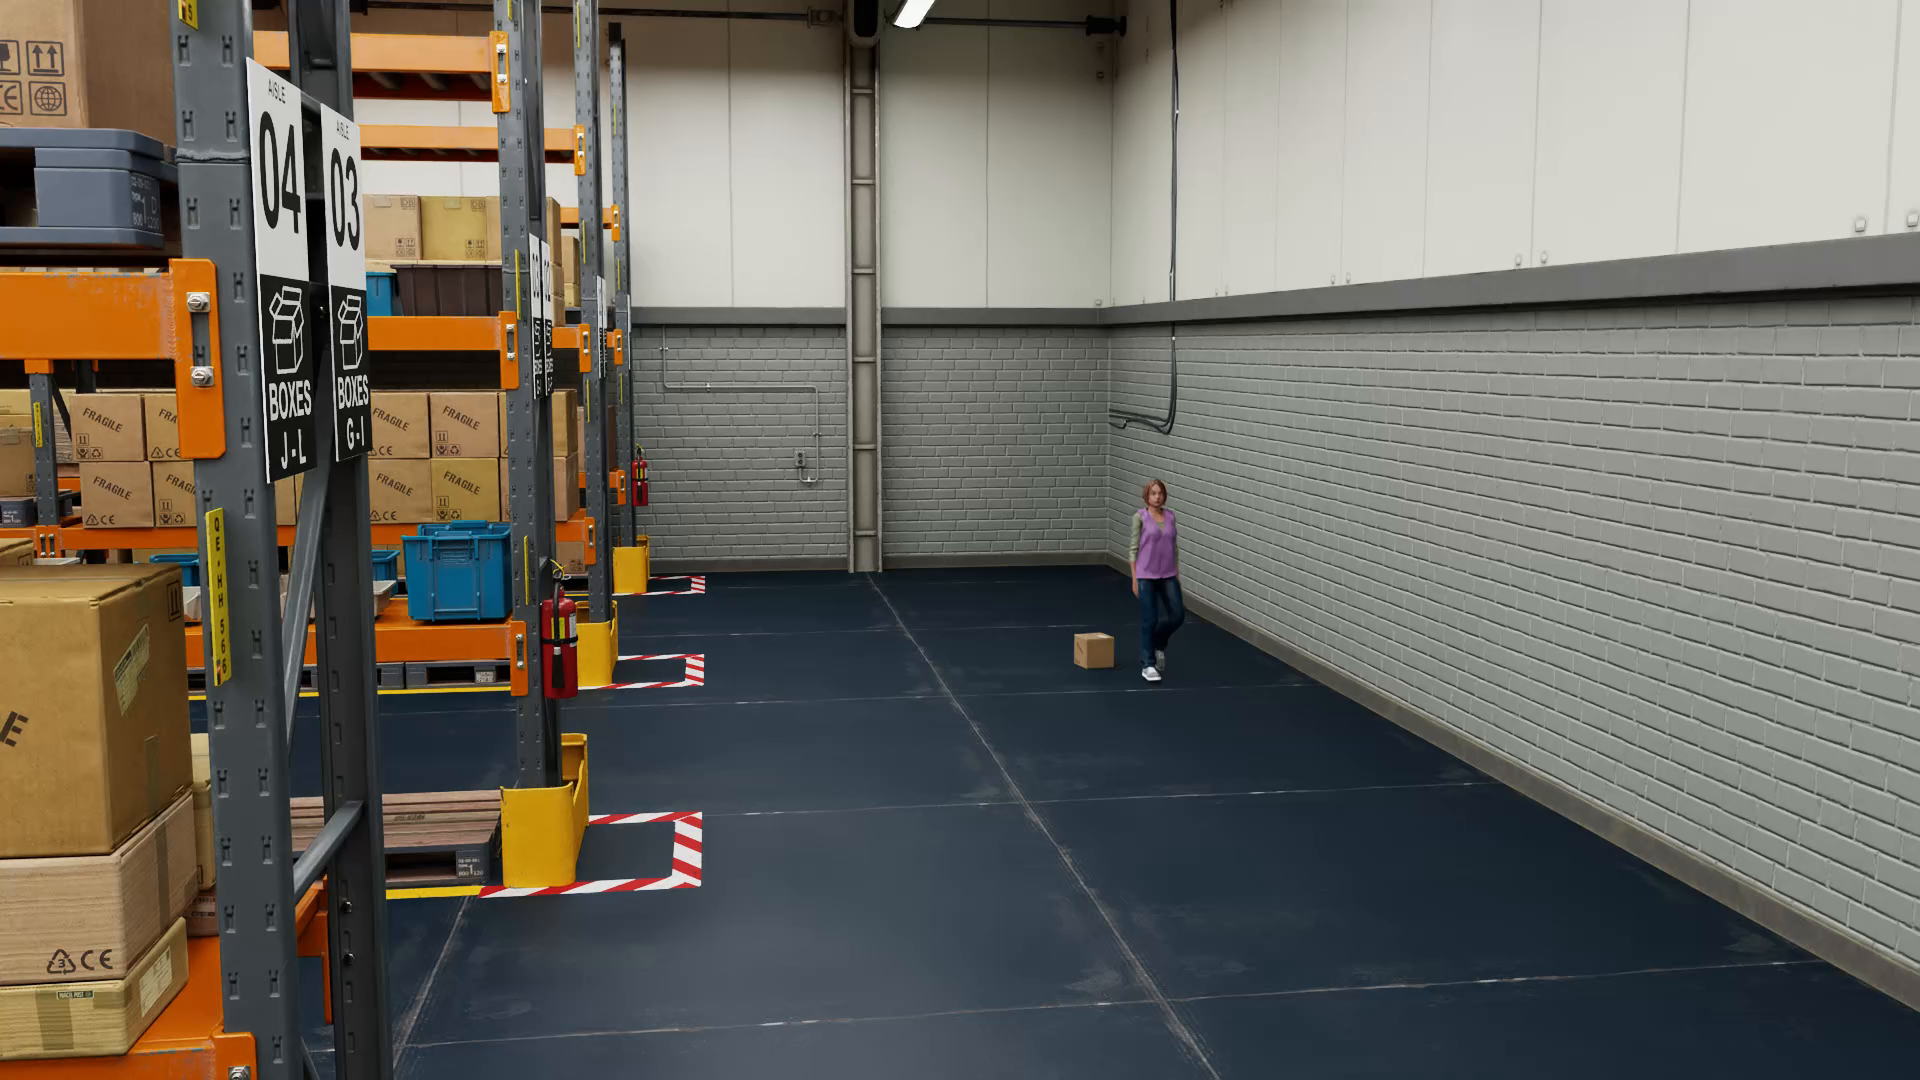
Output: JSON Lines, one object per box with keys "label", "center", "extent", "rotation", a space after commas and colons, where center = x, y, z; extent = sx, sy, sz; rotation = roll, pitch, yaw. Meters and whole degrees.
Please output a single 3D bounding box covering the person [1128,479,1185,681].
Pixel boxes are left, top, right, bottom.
{"label": "person", "center": [1.550, 0.312, 13.176], "extent": [0.431, 1.591, 0.444], "rotation": [-2, 7, -15]}
